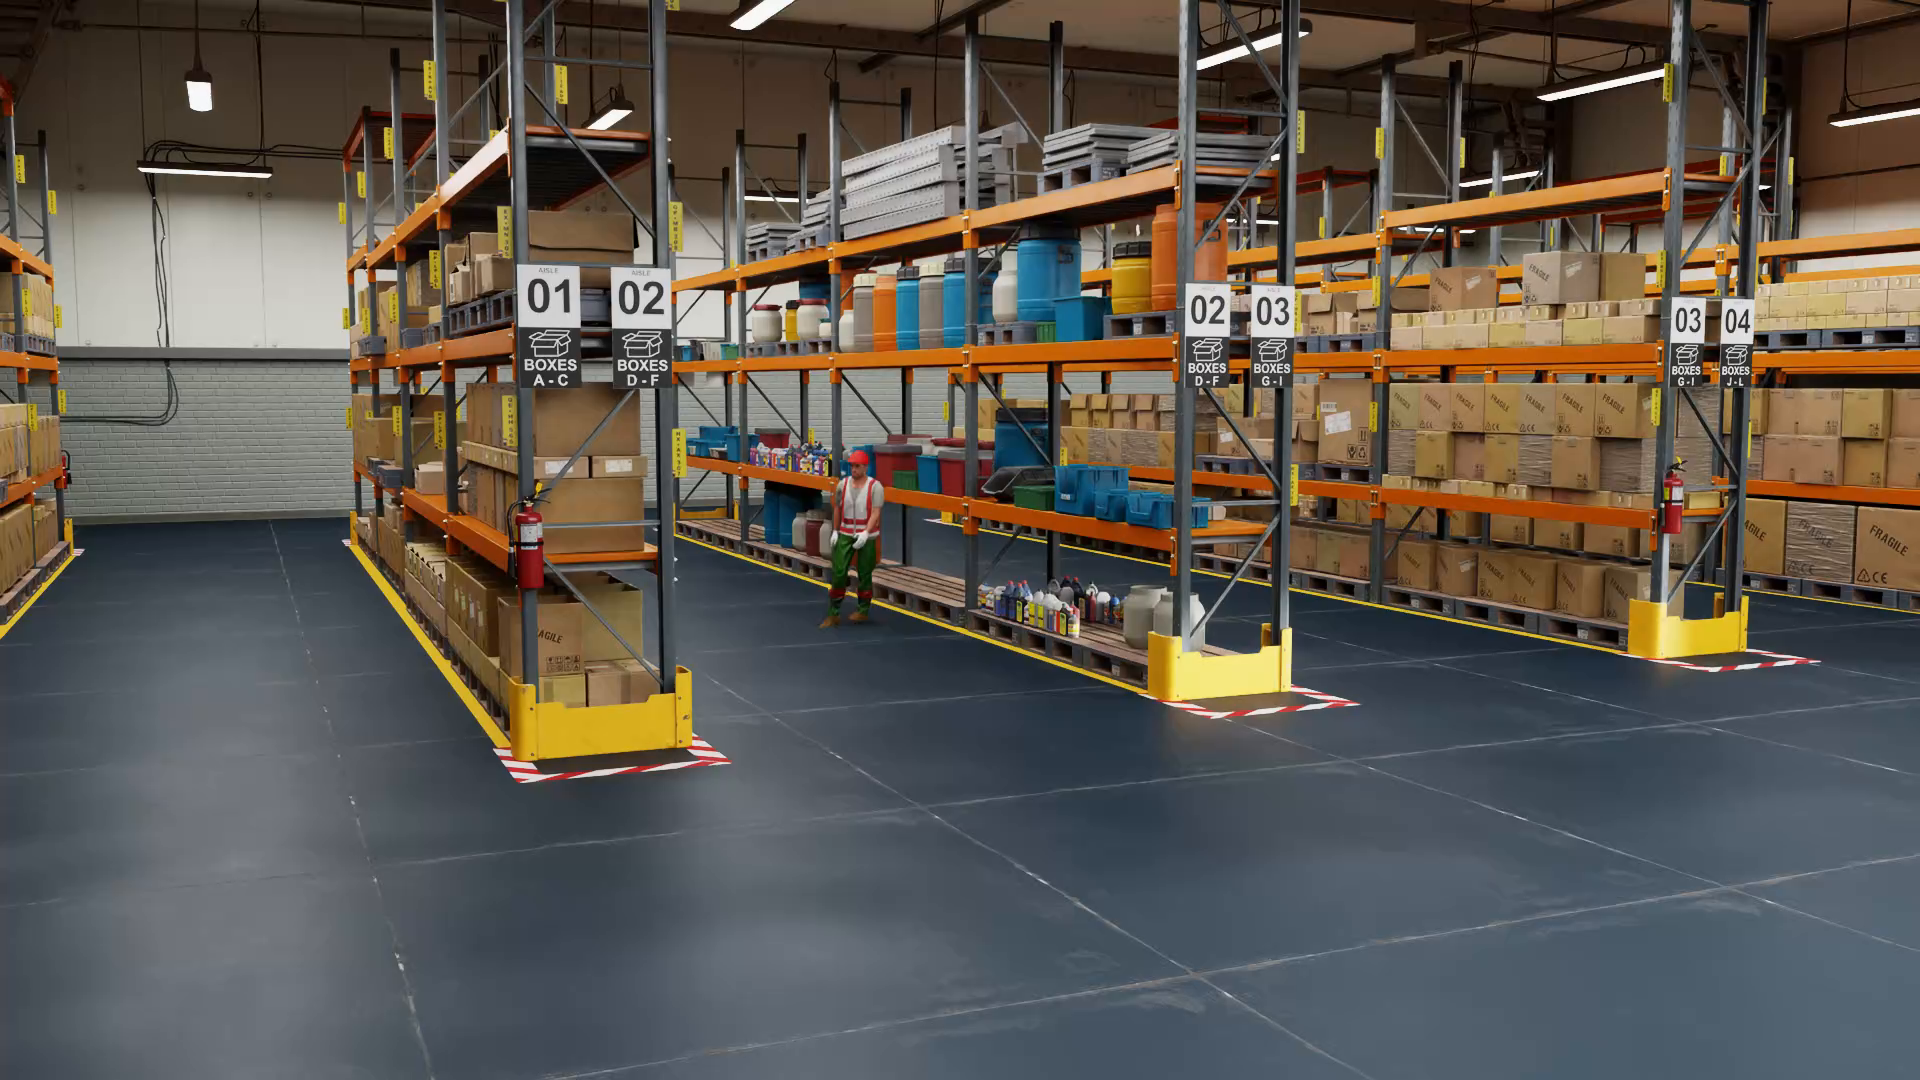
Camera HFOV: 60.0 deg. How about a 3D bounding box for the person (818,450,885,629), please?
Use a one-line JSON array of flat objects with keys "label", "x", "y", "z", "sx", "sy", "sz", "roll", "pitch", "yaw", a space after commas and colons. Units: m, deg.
[{"label": "person", "x": -1.065, "y": -0.002, "z": 16.801, "sx": 0.637, "sy": 1.816, "sz": 0.621, "roll": 1, "pitch": 5, "yaw": 13}]
